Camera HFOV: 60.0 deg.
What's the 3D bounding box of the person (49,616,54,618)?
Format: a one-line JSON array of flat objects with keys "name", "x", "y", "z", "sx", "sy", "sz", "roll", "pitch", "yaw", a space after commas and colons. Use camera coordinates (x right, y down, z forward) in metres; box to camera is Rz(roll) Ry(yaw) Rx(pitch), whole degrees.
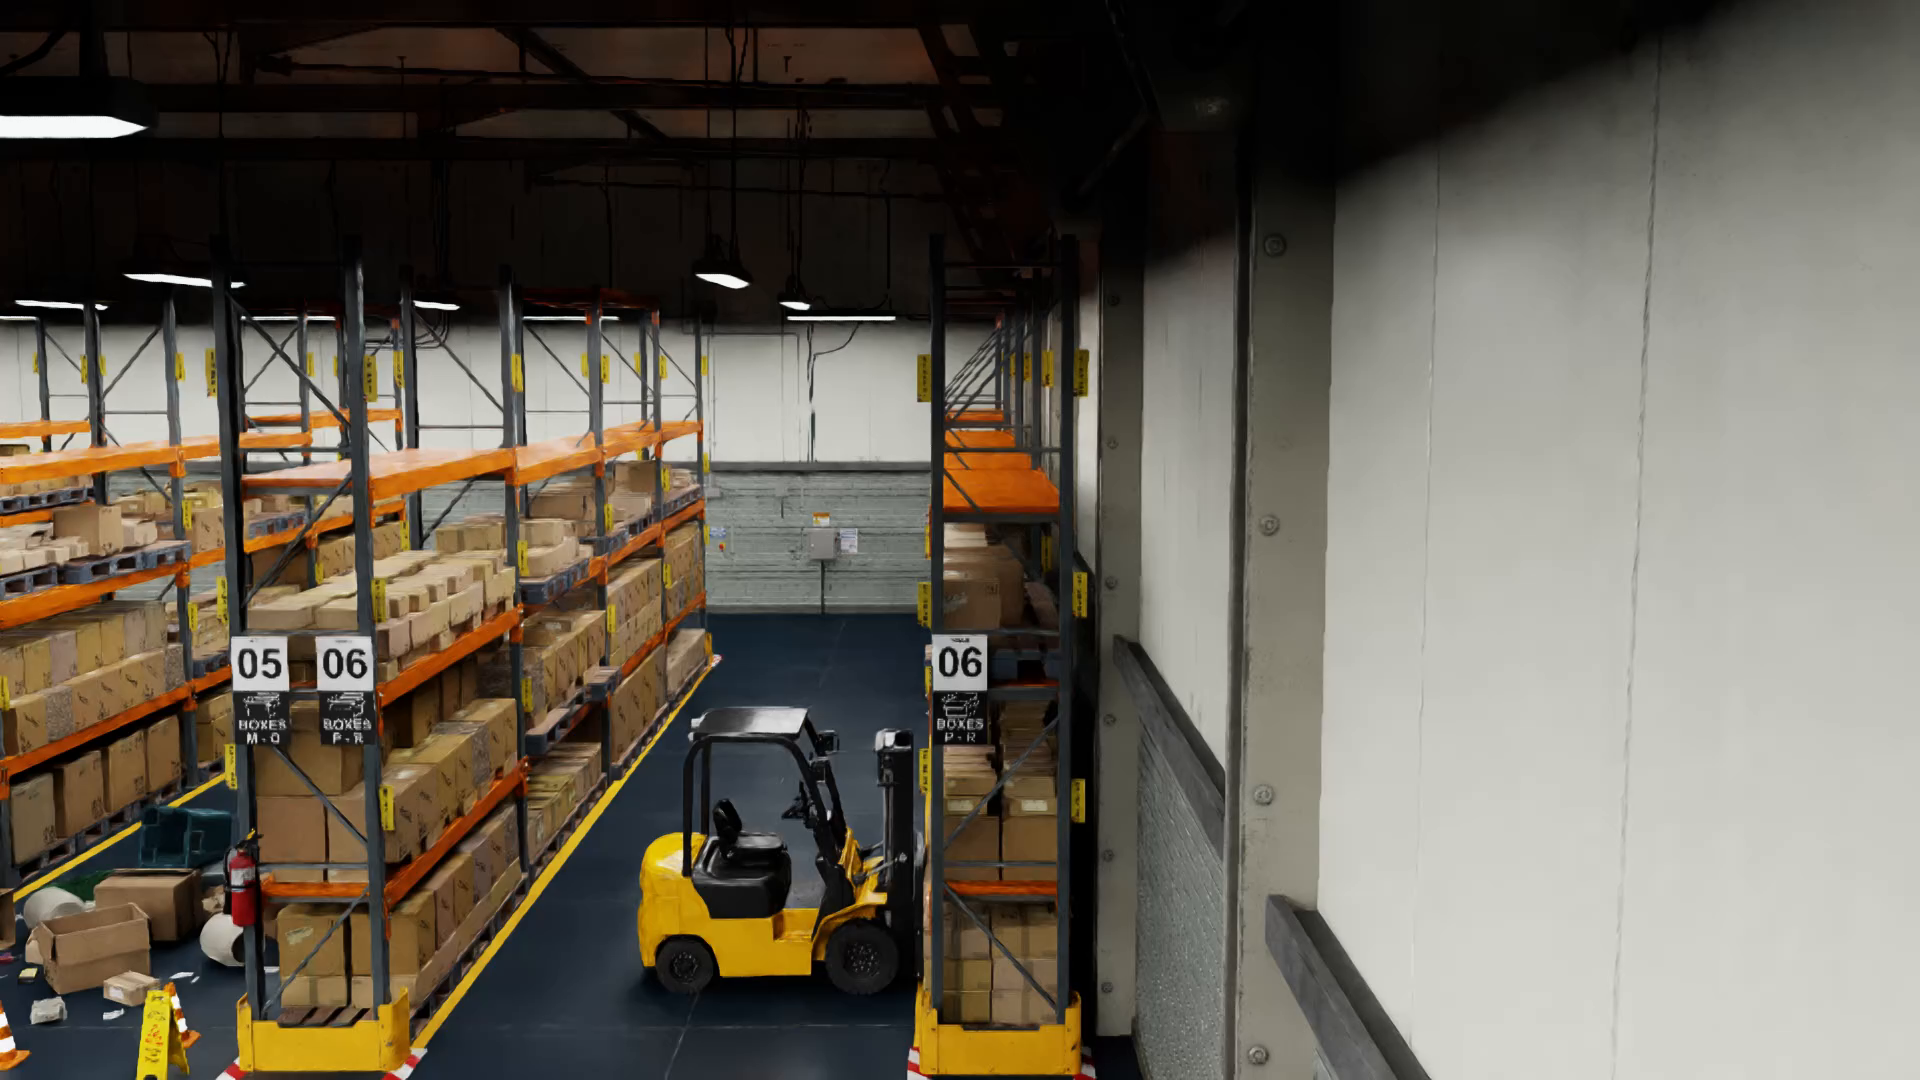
[{"name": "person", "x": -11.777, "y": 1.883, "z": 21.742, "sx": 0.515, "sy": 1.775, "sz": 0.628, "roll": -4, "pitch": 7, "yaw": -29}]
